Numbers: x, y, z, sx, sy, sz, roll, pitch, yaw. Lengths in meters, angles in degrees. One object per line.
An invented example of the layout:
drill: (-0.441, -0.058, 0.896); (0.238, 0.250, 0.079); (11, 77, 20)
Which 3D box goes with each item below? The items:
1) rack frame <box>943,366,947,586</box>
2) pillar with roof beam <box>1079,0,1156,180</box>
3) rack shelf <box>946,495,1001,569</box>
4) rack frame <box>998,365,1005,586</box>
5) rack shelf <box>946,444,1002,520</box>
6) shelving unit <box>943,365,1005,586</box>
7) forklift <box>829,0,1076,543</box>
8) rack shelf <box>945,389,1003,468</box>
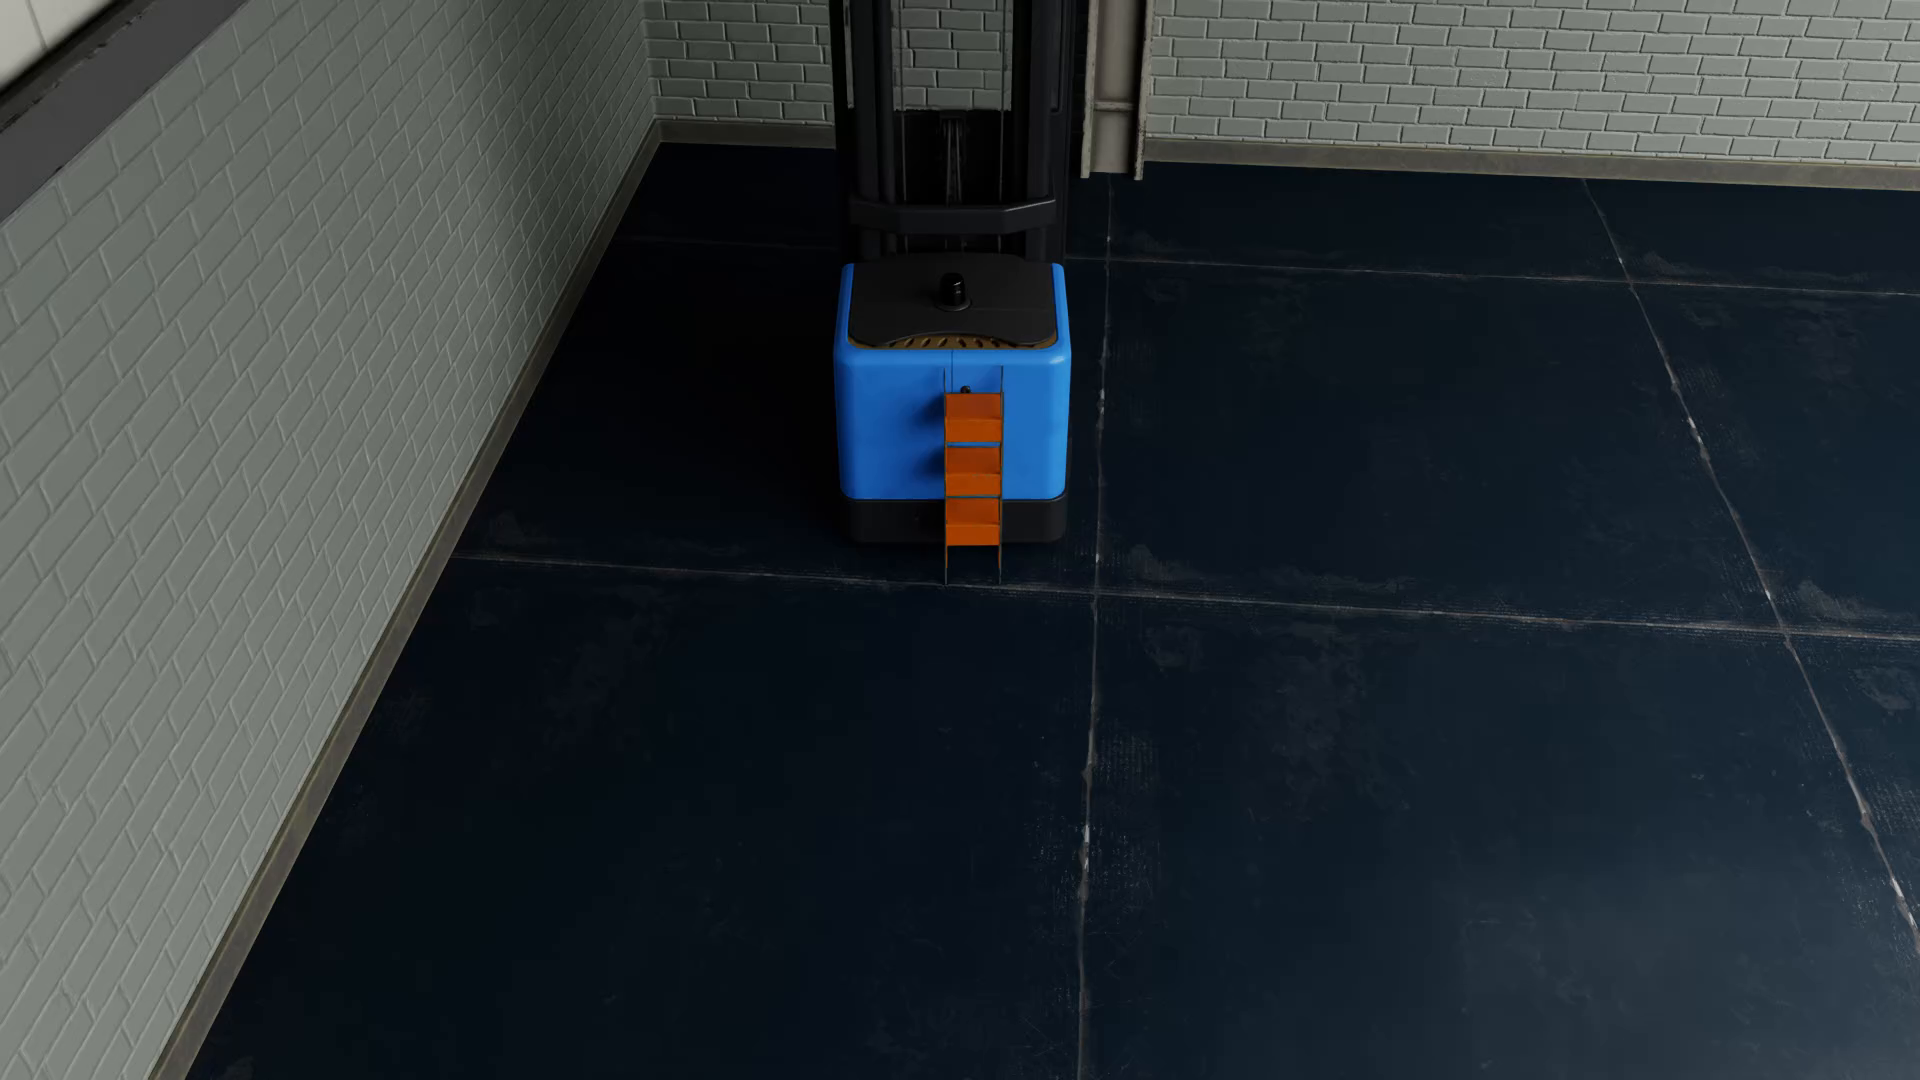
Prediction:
rack frame: (-0.065, -0.261, 7.239); (0.008, 1.050, 0.200); (-1, 39, -1)
pillar with roof beam: (0.601, -3.174, 4.522); (0.400, 9.000, 9.100); (3, 39, 4)
rack shelf: (0.057, -0.038, 7.423); (0.240, 0.259, 0.215); (-1, 39, -1)
rack frame: (0.179, -0.263, 7.242); (0.008, 1.050, 0.200); (-1, 39, -1)
rack shelf: (0.057, -0.254, 7.247); (0.240, 0.259, 0.215); (-1, 39, -1)
shelving unit: (0.057, -0.262, 7.240); (0.252, 1.050, 0.215); (-1, 39, -1)
forklift: (-0.033, -2.024, 7.915); (1.130, 2.935, 3.031); (0, 39, 0)
rack shelf: (0.057, -0.474, 7.068); (0.240, 0.259, 0.215); (-1, 39, -1)
